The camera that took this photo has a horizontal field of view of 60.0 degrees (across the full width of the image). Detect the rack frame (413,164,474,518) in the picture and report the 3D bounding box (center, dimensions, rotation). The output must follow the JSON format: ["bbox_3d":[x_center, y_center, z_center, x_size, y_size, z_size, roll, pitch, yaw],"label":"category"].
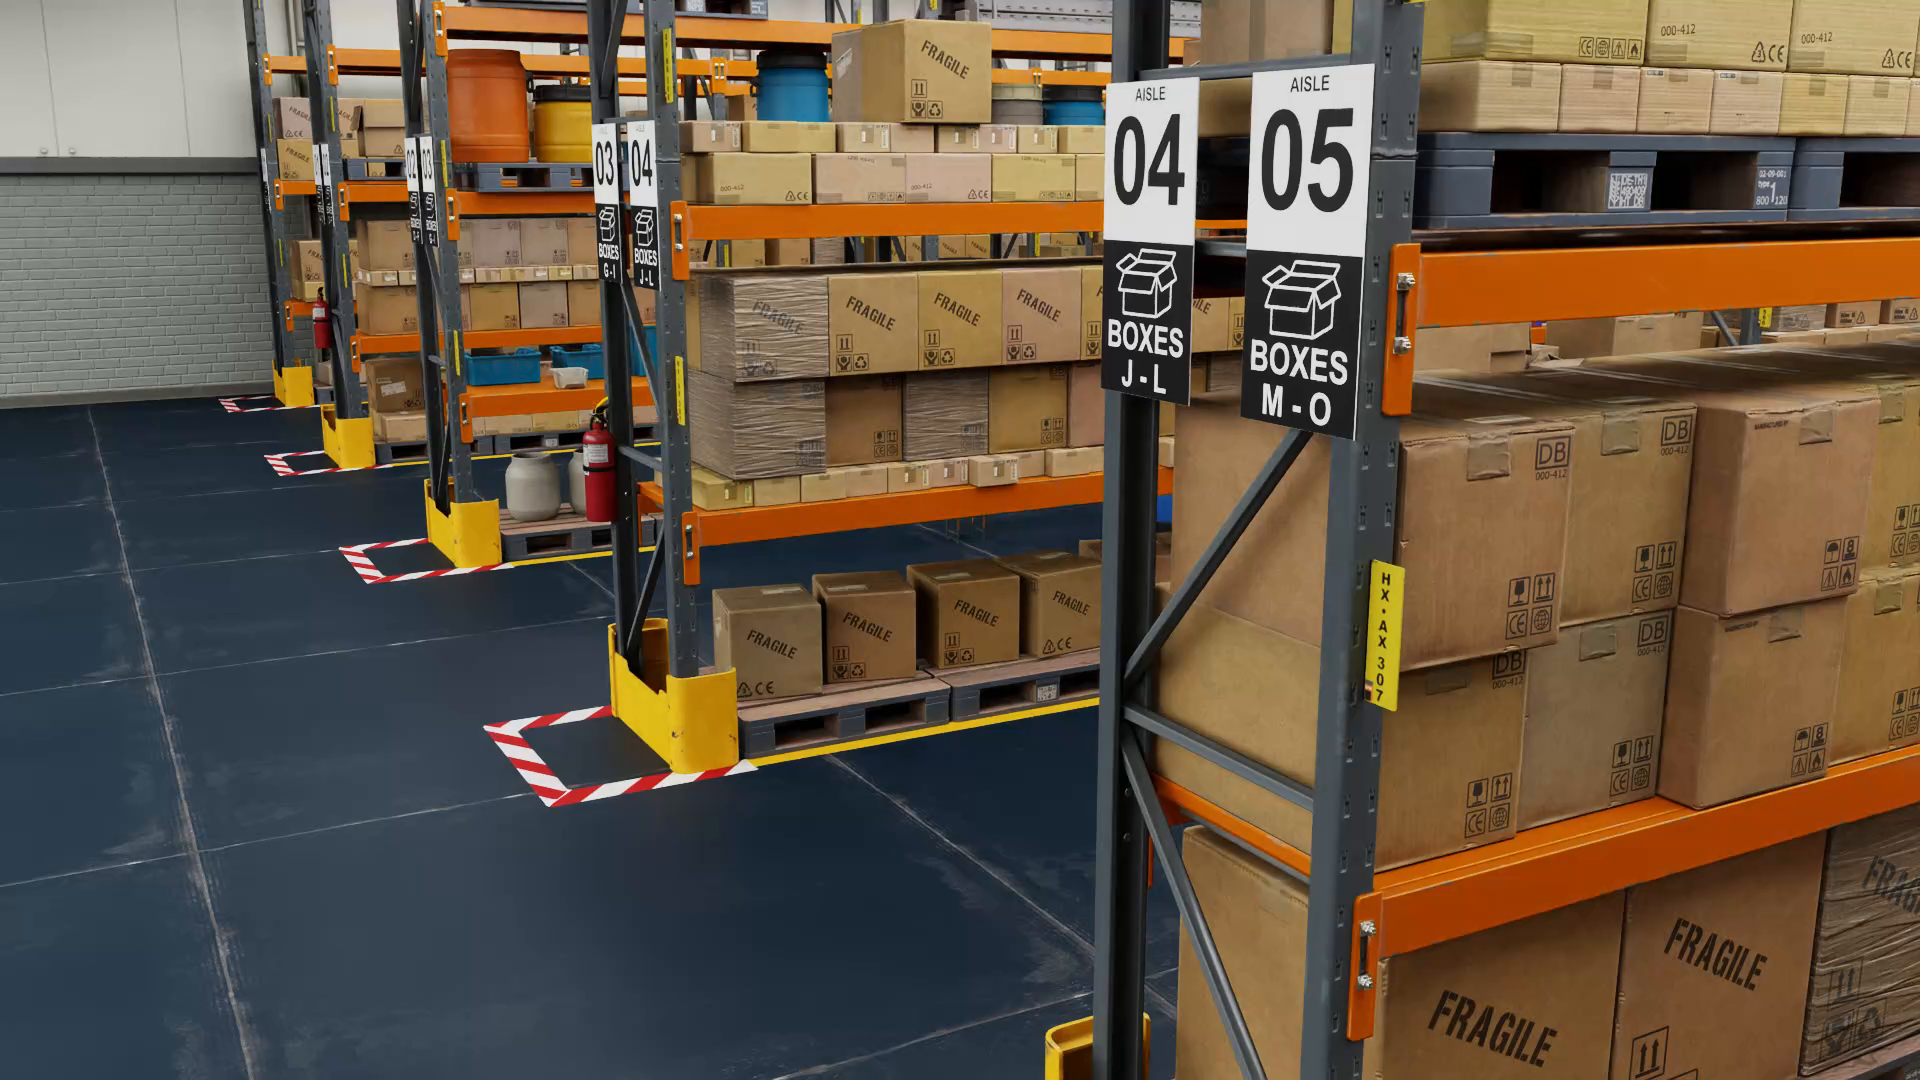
[{"bbox_3d":[-3.982,-1.356,12.802,0.127,3.000,1.000,-7,14,-28],"label":"rack frame"}]

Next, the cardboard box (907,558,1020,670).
[{"bbox_3d":[0.015,0.419,9.652,0.500,0.500,0.500,-5,14,-23],"label":"cardboard box"}]

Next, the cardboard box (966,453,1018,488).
[{"bbox_3d":[0.119,-0.402,9.136,0.250,0.149,0.380,-7,14,-28],"label":"cardboard box"}]

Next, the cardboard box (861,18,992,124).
[{"bbox_3d":[-0.176,-2.407,8.596,0.500,0.500,0.500,-7,14,-28],"label":"cardboard box"}]

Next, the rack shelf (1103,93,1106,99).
[{"bbox_3d":[3.560,-7.119,27.295,4.000,0.370,1.077,-7,14,-28],"label":"rack shelf"}]

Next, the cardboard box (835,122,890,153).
[{"bbox_3d":[-0.546,-2.044,8.463,0.250,0.149,0.380,-6,14,-26],"label":"cardboard box"}]

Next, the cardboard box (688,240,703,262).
[{"bbox_3d":[-3.227,-3.366,18.549,0.500,0.500,0.700,-7,14,-28],"label":"cardboard box"}]

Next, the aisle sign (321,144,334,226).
[{"bbox_3d":[-6.263,-3.513,16.467,0.004,0.787,0.394,-7,14,-28],"label":"aisle sign"}]

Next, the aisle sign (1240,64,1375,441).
[{"bbox_3d":[0.761,-0.638,3.691,0.004,0.787,0.394,-7,14,-28],"label":"aisle sign"}]

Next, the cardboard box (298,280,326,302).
[{"bbox_3d":[-8.148,-3.192,21.257,0.500,0.250,0.500,-7,15,-29],"label":"cardboard box"}]

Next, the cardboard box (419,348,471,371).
[{"bbox_3d":[-6.910,-2.443,22.325,0.500,0.500,0.700,-8,15,-31],"label":"cardboard box"}]

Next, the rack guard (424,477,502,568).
[{"bbox_3d":[-3.937,-0.154,13.153,0.348,0.500,1.175,-7,14,-28],"label":"rack guard"}]

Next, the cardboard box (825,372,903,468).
[{"bbox_3d":[-0.731,-0.724,9.088,0.500,0.500,0.875,-7,14,-28],"label":"cardboard box"}]

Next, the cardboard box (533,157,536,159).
[{"bbox_3d":[-5.545,-5.107,22.364,0.500,0.500,0.500,-6,14,-26],"label":"cardboard box"}]

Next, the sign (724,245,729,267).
[{"bbox_3d":[-2.573,-3.086,18.337,0.005,0.325,0.100,-7,14,-28],"label":"sign"}]

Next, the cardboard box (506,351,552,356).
[{"bbox_3d":[-4.713,-1.814,18.437,0.500,0.500,0.500,-7,14,-28],"label":"cardboard box"}]

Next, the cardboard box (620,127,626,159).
[{"bbox_3d":[-4.699,-5.445,22.956,0.500,0.500,0.500,-5,13,-20],"label":"cardboard box"}]

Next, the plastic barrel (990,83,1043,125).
[{"bbox_3d":[0.446,-3.649,15.017,0.600,0.901,0.600,0,13,0],"label":"plastic barrel"}]

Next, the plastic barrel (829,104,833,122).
[{"bbox_3d":[-0.943,-3.492,14.251,0.421,0.512,0.421,0,13,0],"label":"plastic barrel"}]

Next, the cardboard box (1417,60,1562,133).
[{"bbox_3d":[1.134,-1.004,3.793,0.250,0.149,0.380,-7,14,-27],"label":"cardboard box"}]

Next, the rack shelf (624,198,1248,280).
[{"bbox_3d":[0.147,-1.724,9.246,4.000,0.370,1.077,-7,14,-28],"label":"rack shelf"}]

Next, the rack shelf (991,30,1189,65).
[{"bbox_3d":[1.285,-4.368,15.071,4.000,0.370,1.077,-7,14,-28],"label":"rack shelf"}]

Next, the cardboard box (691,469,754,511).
[{"bbox_3d":[-1.244,-0.263,8.518,0.250,0.149,0.380,-7,14,-28],"label":"cardboard box"}]

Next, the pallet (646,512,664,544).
[{"bbox_3d":[-2.152,-0.225,14.126,1.213,0.211,1.003,-7,14,-28],"label":"pallet"}]

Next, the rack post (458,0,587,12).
[{"bbox_3d":[-3.257,-4.094,12.443,0.954,0.300,0.937,-5,14,-22],"label":"rack post"}]

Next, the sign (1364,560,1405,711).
[{"bbox_3d":[0.940,0.212,3.685,0.005,0.325,0.100,-7,14,-28],"label":"sign"}]

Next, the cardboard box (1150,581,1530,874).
[{"bbox_3d":[0.983,0.444,4.462,0.550,0.550,0.875,-7,14,-28],"label":"cardboard box"}]

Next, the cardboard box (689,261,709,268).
[{"bbox_3d":[-2.977,-3.027,18.523,0.250,0.149,0.380,-7,14,-28],"label":"cardboard box"}]

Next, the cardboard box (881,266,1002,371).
[{"bbox_3d":[-0.115,-1.193,8.894,0.500,0.500,0.500,-7,14,-28],"label":"cardboard box"}]

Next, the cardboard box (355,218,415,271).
[{"bbox_3d":[-5.889,-3.045,17.124,0.500,0.500,0.700,-7,14,-28],"label":"cardboard box"}]

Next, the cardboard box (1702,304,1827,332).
[{"bbox_3d":[6.063,-1.855,12.508,0.637,0.503,0.797,-6,14,-26],"label":"cardboard box"}]

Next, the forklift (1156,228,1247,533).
[{"bbox_3d":[2.666,-1.353,12.947,3.031,2.935,1.130,1,13,6],"label":"forklift"}]

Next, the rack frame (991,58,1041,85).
[{"bbox_3d":[0.670,-6.079,20.127,0.127,3.000,1.000,-7,14,-28],"label":"rack frame"}]

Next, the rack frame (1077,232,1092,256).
[{"bbox_3d":[1.804,-4.528,26.895,0.127,3.000,1.000,-7,14,-28],"label":"rack frame"}]

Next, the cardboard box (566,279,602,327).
[{"bbox_3d":[-4.129,-2.624,18.209,0.500,0.500,0.700,-7,14,-27],"label":"cardboard box"}]

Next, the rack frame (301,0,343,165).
[{"bbox_3d":[-6.352,-5.238,16.387,0.127,3.000,1.000,-7,14,-28],"label":"rack frame"}]

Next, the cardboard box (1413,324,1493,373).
[{"bbox_3d":[2.667,-1.376,10.571,1.000,1.000,1.000,-7,14,-27],"label":"cardboard box"}]

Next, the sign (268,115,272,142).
[{"bbox_3d":[-8.468,-5.050,20.396,0.005,0.325,0.100,-7,14,-28],"label":"sign"}]

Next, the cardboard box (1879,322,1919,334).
[{"bbox_3d":[7.310,-1.452,13.002,0.500,0.500,0.500,-7,14,-28],"label":"cardboard box"}]

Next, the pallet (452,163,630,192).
[{"bbox_3d":[-3.209,-2.795,12.797,1.213,0.211,1.003,-7,14,-28],"label":"pallet"}]

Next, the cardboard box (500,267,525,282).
[{"bbox_3d":[-4.775,-2.812,17.566,0.250,0.149,0.380,-7,14,-29],"label":"cardboard box"}]

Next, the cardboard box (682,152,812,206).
[{"bbox_3d":[-1.062,-1.793,8.252,0.500,0.250,0.500,-6,14,-26],"label":"cardboard box"}]

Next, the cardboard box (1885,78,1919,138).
[{"bbox_3d":[2.465,-1.163,4.503,0.250,0.149,0.380,-7,14,-27],"label":"cardboard box"}]

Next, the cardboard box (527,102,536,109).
[{"bbox_3d":[-5.527,-5.591,22.237,0.500,0.500,0.500,-8,15,-33],"label":"cardboard box"}]

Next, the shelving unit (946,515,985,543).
[{"bbox_3d":[0.047,-0.518,13.519,0.252,1.050,0.215,-7,14,-28],"label":"shelving unit"}]

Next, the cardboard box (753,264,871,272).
[{"bbox_3d":[-0.808,-1.242,9.115,0.500,0.500,0.500,-7,14,-28],"label":"cardboard box"}]

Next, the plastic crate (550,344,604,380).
[{"bbox_3d":[-3.113,-1.461,13.608,0.408,0.251,0.499,-7,14,-28],"label":"plastic crate"}]

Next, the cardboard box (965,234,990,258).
[{"bbox_3d":[0.196,-4.474,25.706,0.500,0.500,0.500,-6,14,-26],"label":"cardboard box"}]

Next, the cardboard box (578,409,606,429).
[{"bbox_3d":[-4.018,-1.398,18.296,0.500,0.250,0.500,-7,14,-28],"label":"cardboard box"}]

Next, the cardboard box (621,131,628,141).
[{"bbox_3d":[-3.883,-4.366,18.273,0.500,0.311,0.500,-8,15,-31],"label":"cardboard box"}]

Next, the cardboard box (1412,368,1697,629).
[{"bbox_3d":[1.462,-0.142,4.608,0.550,0.550,0.875,-7,14,-28],"label":"cardboard box"}]
